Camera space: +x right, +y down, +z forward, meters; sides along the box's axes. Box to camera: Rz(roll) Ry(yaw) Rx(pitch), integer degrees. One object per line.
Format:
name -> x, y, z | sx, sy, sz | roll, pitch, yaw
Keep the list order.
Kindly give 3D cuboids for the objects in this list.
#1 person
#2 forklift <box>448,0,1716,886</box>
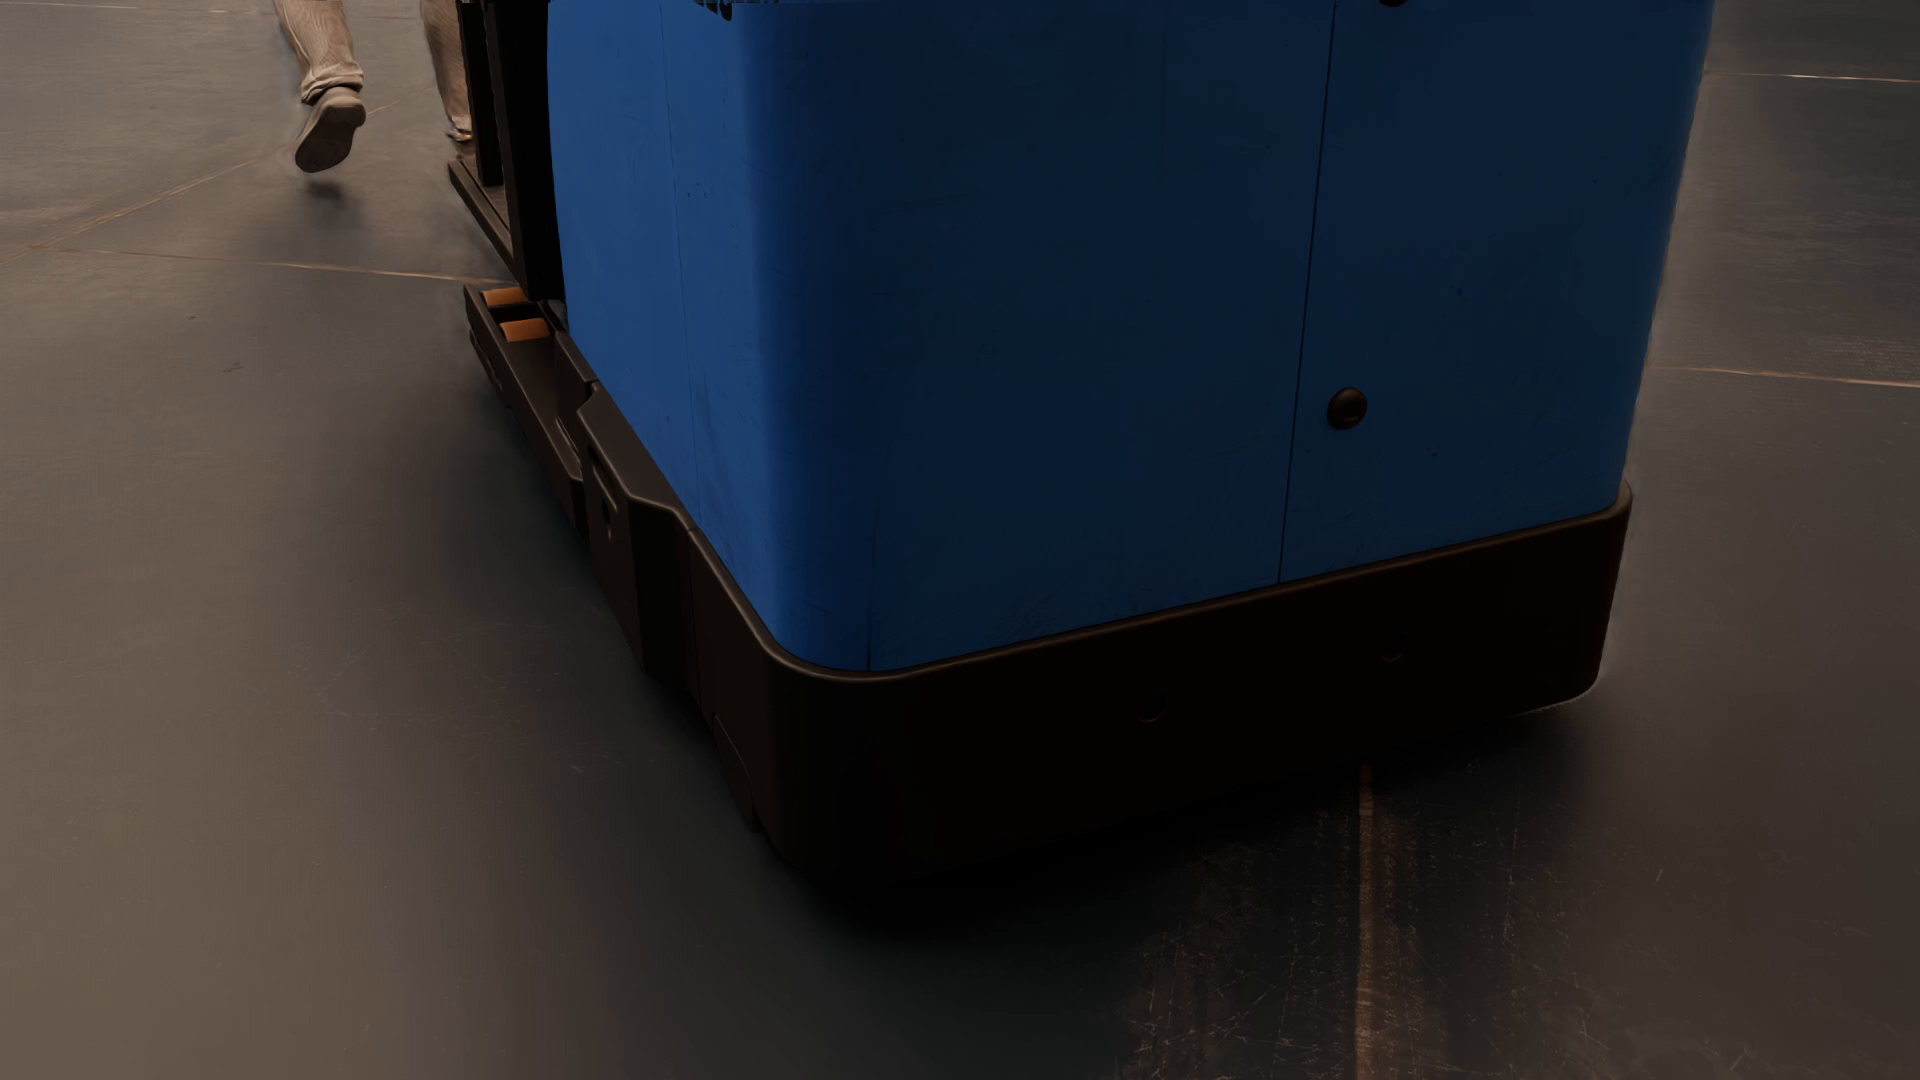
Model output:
person -> -1.462, -1.774, 4.100 | 0.858, 1.583, 0.621 | -21, 34, -36
forklift -> -0.274, -1.603, 2.424 | 1.130, 2.935, 3.031 | -11, 29, -21
